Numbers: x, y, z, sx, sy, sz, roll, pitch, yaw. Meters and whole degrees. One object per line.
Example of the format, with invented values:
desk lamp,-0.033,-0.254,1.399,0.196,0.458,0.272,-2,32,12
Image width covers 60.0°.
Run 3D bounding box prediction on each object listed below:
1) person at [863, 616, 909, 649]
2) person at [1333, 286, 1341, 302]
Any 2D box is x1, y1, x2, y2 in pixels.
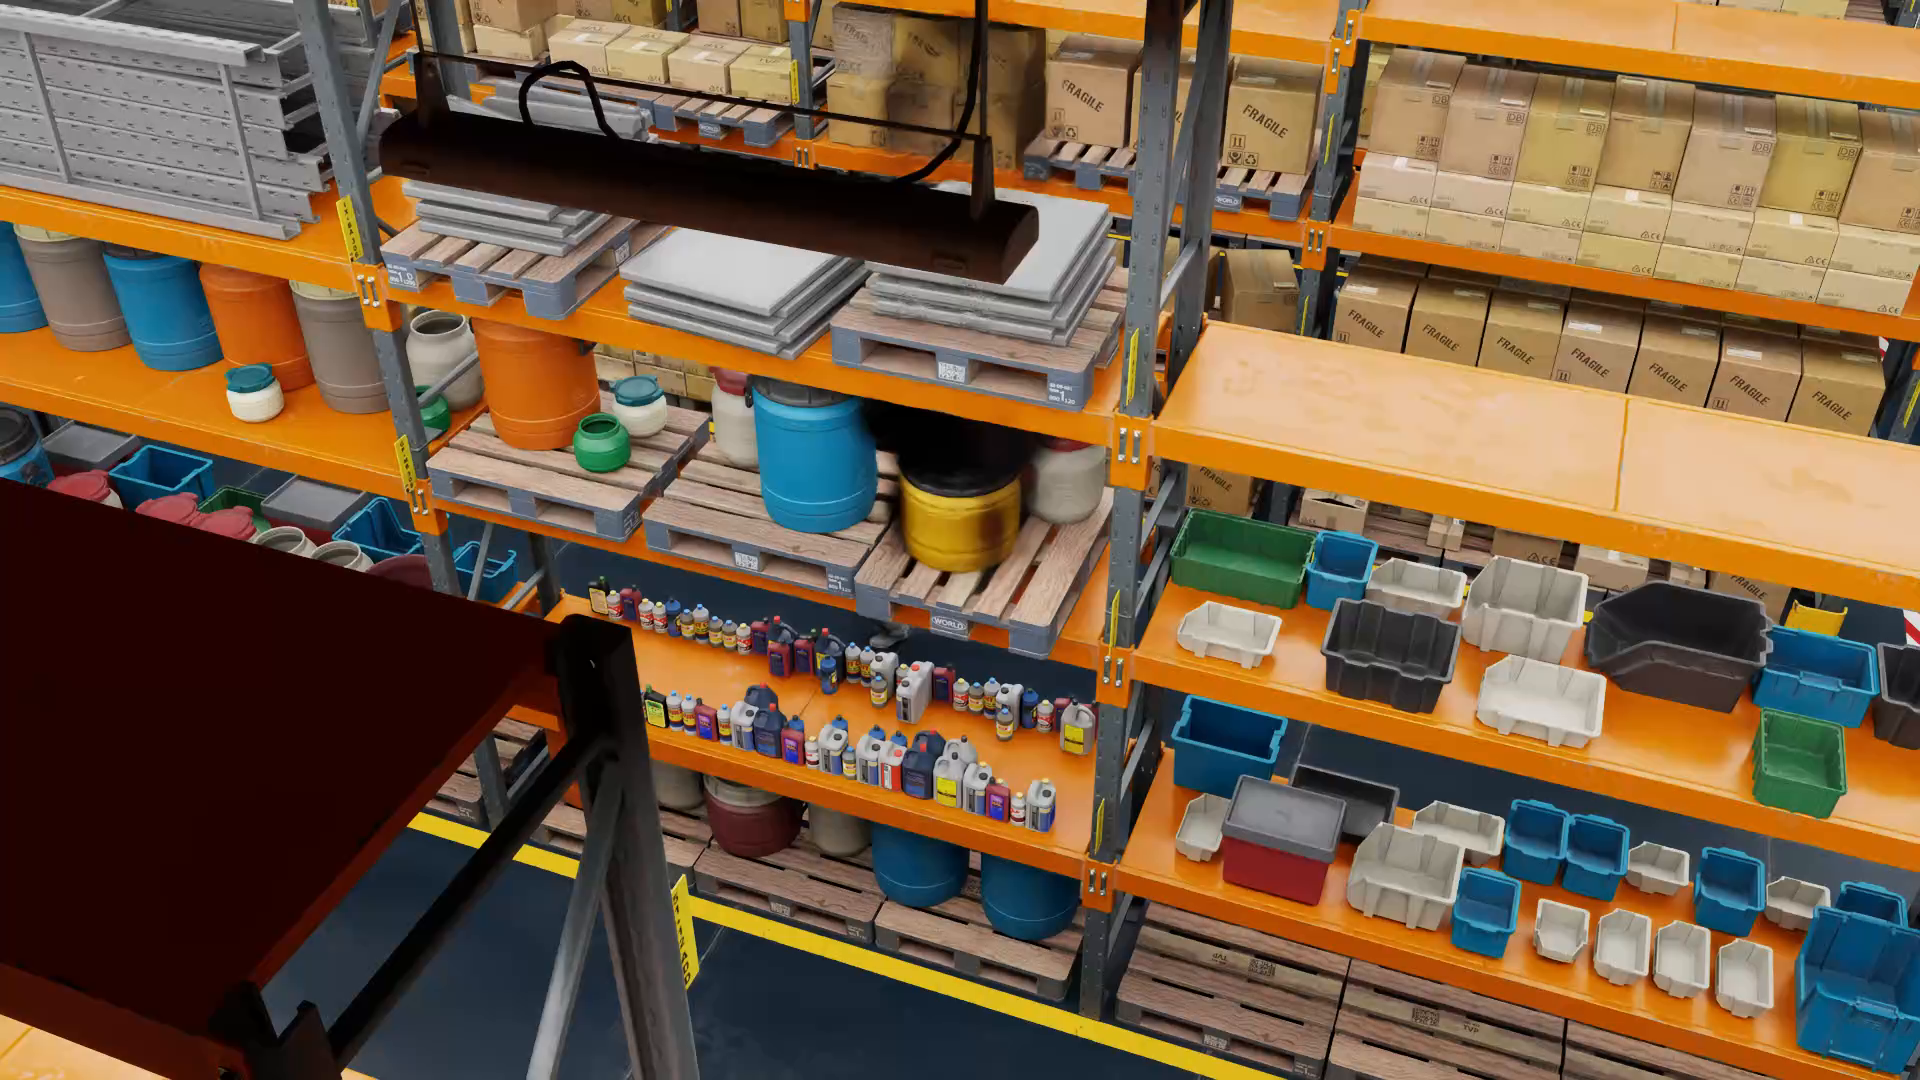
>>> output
person,-0.806,0.056,11.975,0.865,1.599,0.684,2,37,2
person,3.540,-1.771,14.302,0.799,1.850,0.620,14,39,18
